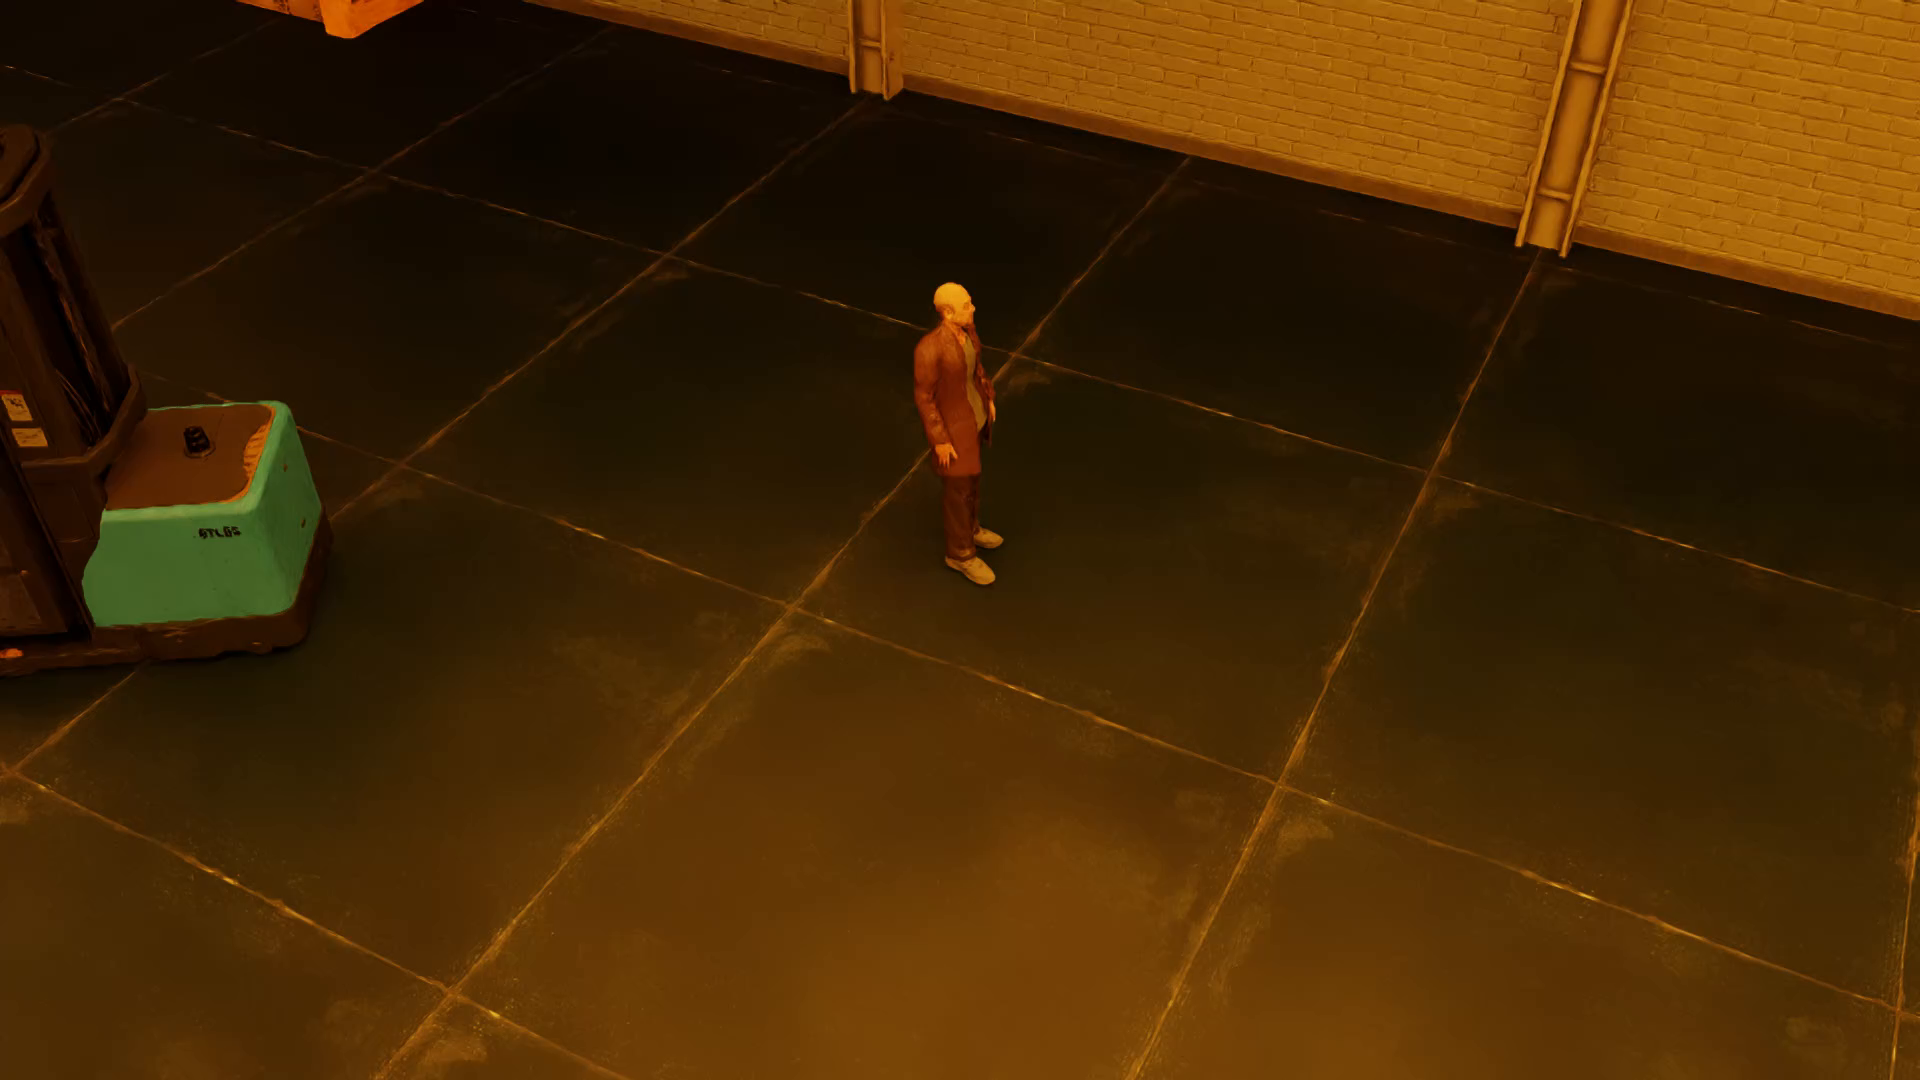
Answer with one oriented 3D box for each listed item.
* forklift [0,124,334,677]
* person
[{"bbox_3d":[-5.288,-0.699,8.816,3.031,2.935,1.130,-4,40,-5],"label":"forklift"},{"bbox_3d":[0.079,-0.655,9.649,0.580,1.776,0.694,18,43,21],"label":"person"}]
